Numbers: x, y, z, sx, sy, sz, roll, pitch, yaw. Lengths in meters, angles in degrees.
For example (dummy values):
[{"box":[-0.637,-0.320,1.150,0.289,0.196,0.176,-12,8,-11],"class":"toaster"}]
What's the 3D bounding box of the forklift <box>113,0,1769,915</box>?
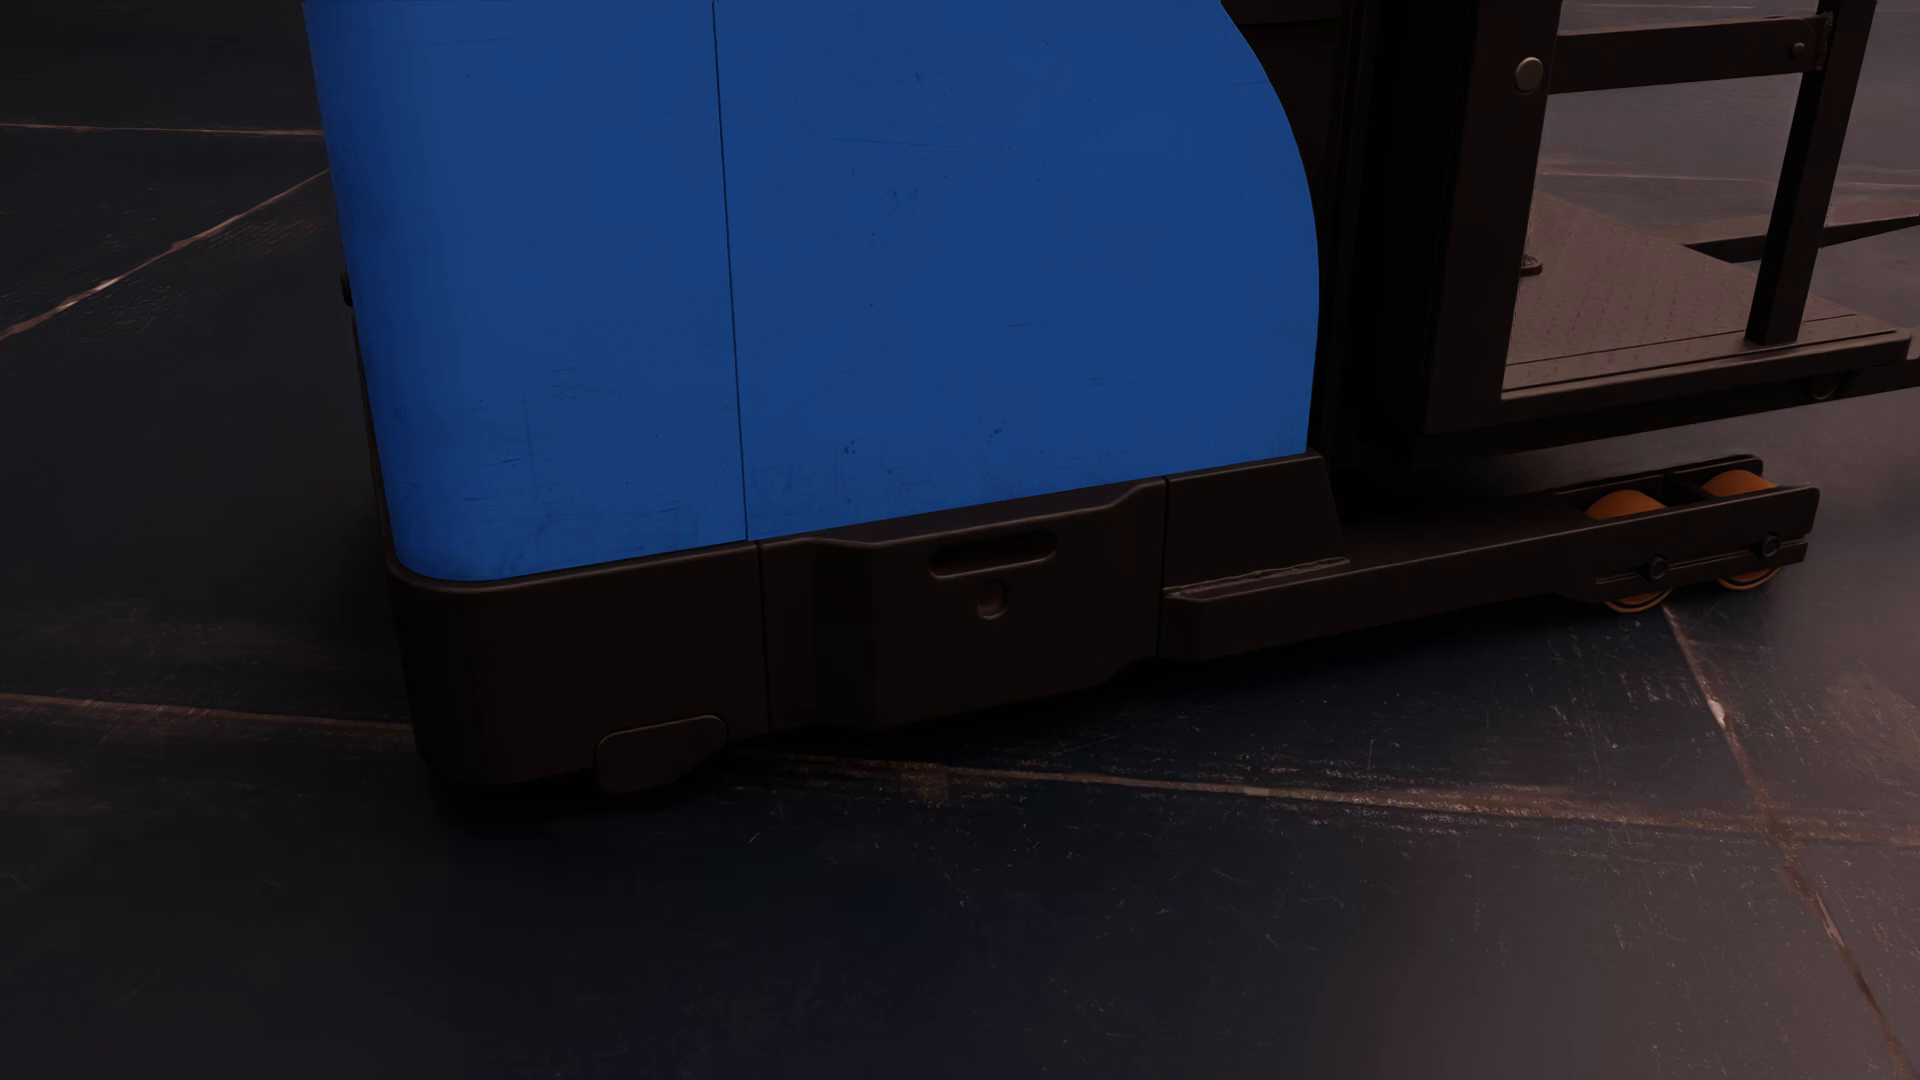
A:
[{"box":[0.425,-1.509,2.241,1.130,2.935,3.031,24,35,39],"class":"forklift"}]
